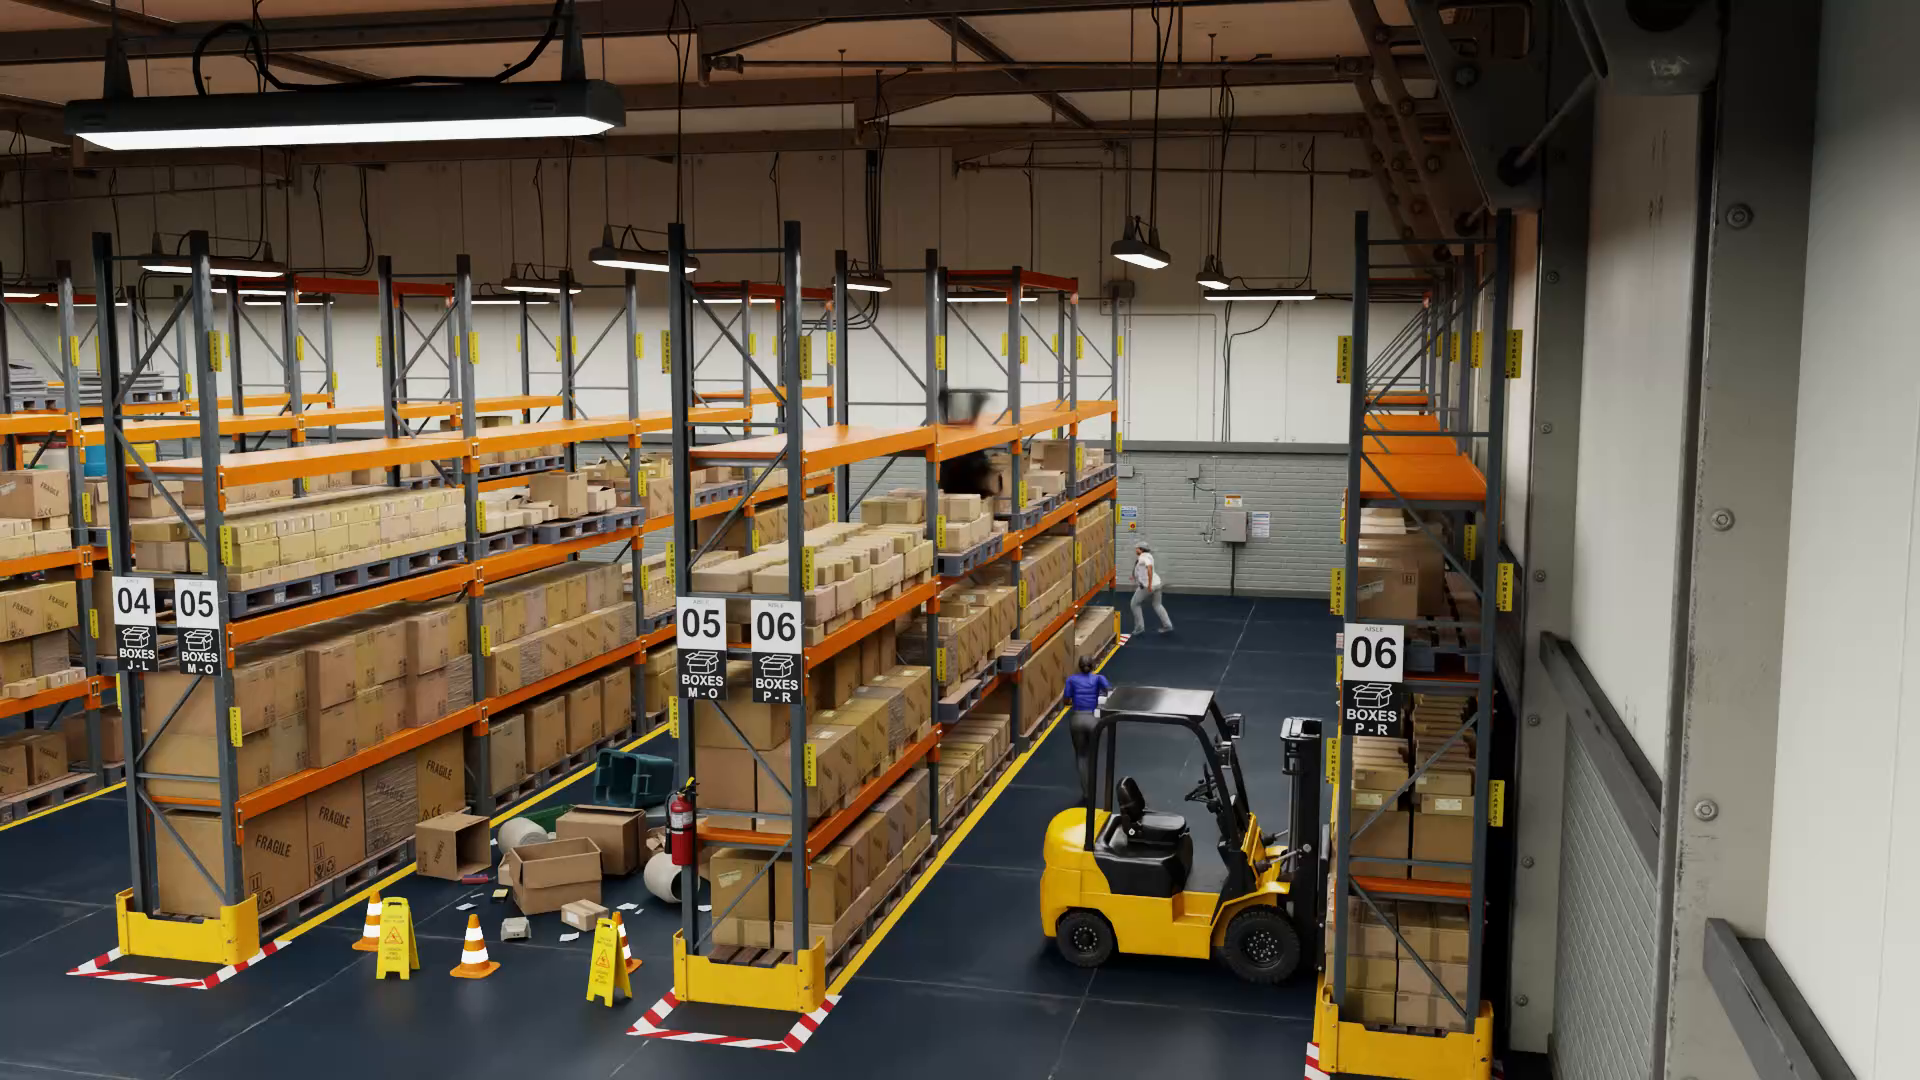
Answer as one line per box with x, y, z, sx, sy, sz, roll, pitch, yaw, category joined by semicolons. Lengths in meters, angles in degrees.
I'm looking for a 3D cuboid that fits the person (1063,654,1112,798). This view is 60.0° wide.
1.451;2.100;18.856;0.572;1.566;0.720;0;7;2;person

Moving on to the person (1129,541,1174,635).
3.305;0.858;28.883;0.843;1.683;0.584;5;8;34;person
